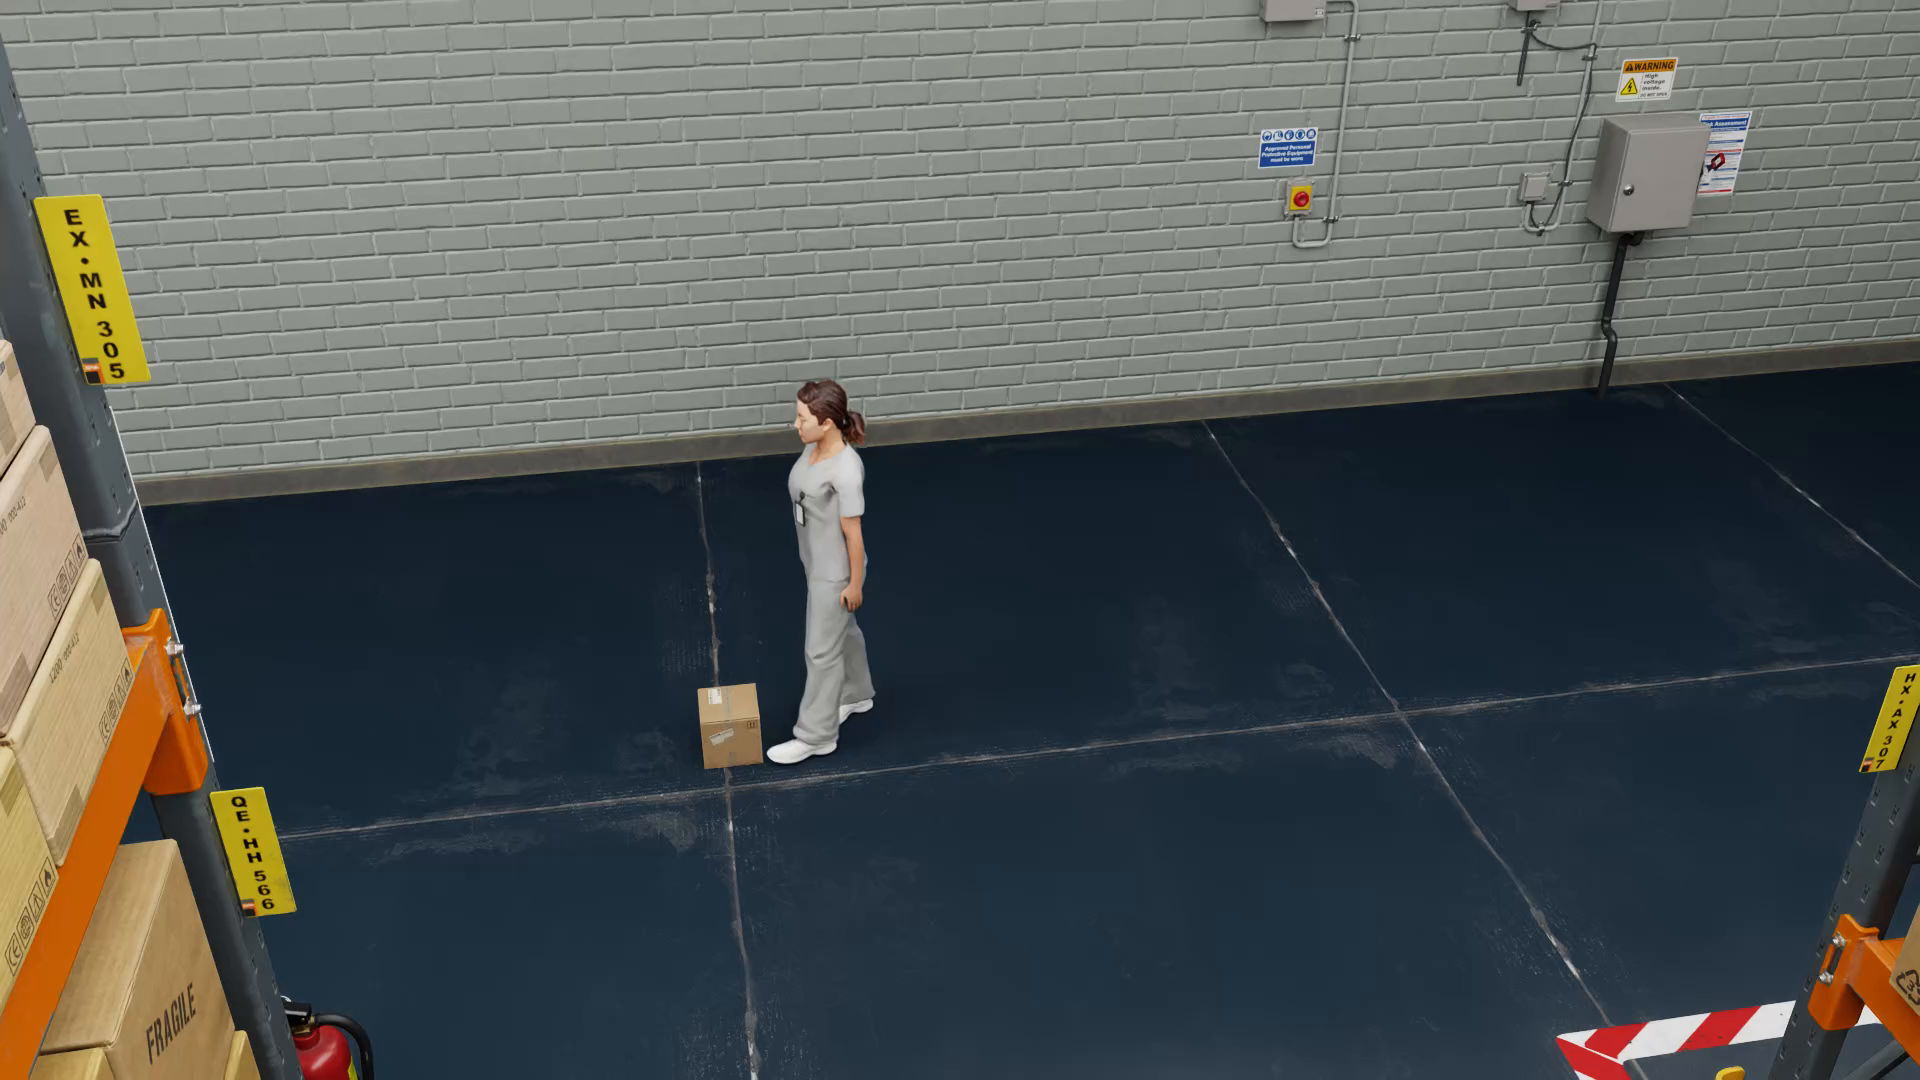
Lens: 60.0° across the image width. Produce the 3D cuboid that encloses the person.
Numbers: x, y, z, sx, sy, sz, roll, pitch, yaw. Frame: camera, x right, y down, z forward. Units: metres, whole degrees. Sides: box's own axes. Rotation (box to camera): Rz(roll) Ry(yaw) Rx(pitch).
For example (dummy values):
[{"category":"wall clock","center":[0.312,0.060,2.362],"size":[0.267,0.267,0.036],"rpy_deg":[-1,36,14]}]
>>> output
[{"category":"person","center":[-0.614,0.118,6.923],"size":[0.568,1.669,0.459],"rpy_deg":[-12,33,-19]}]
